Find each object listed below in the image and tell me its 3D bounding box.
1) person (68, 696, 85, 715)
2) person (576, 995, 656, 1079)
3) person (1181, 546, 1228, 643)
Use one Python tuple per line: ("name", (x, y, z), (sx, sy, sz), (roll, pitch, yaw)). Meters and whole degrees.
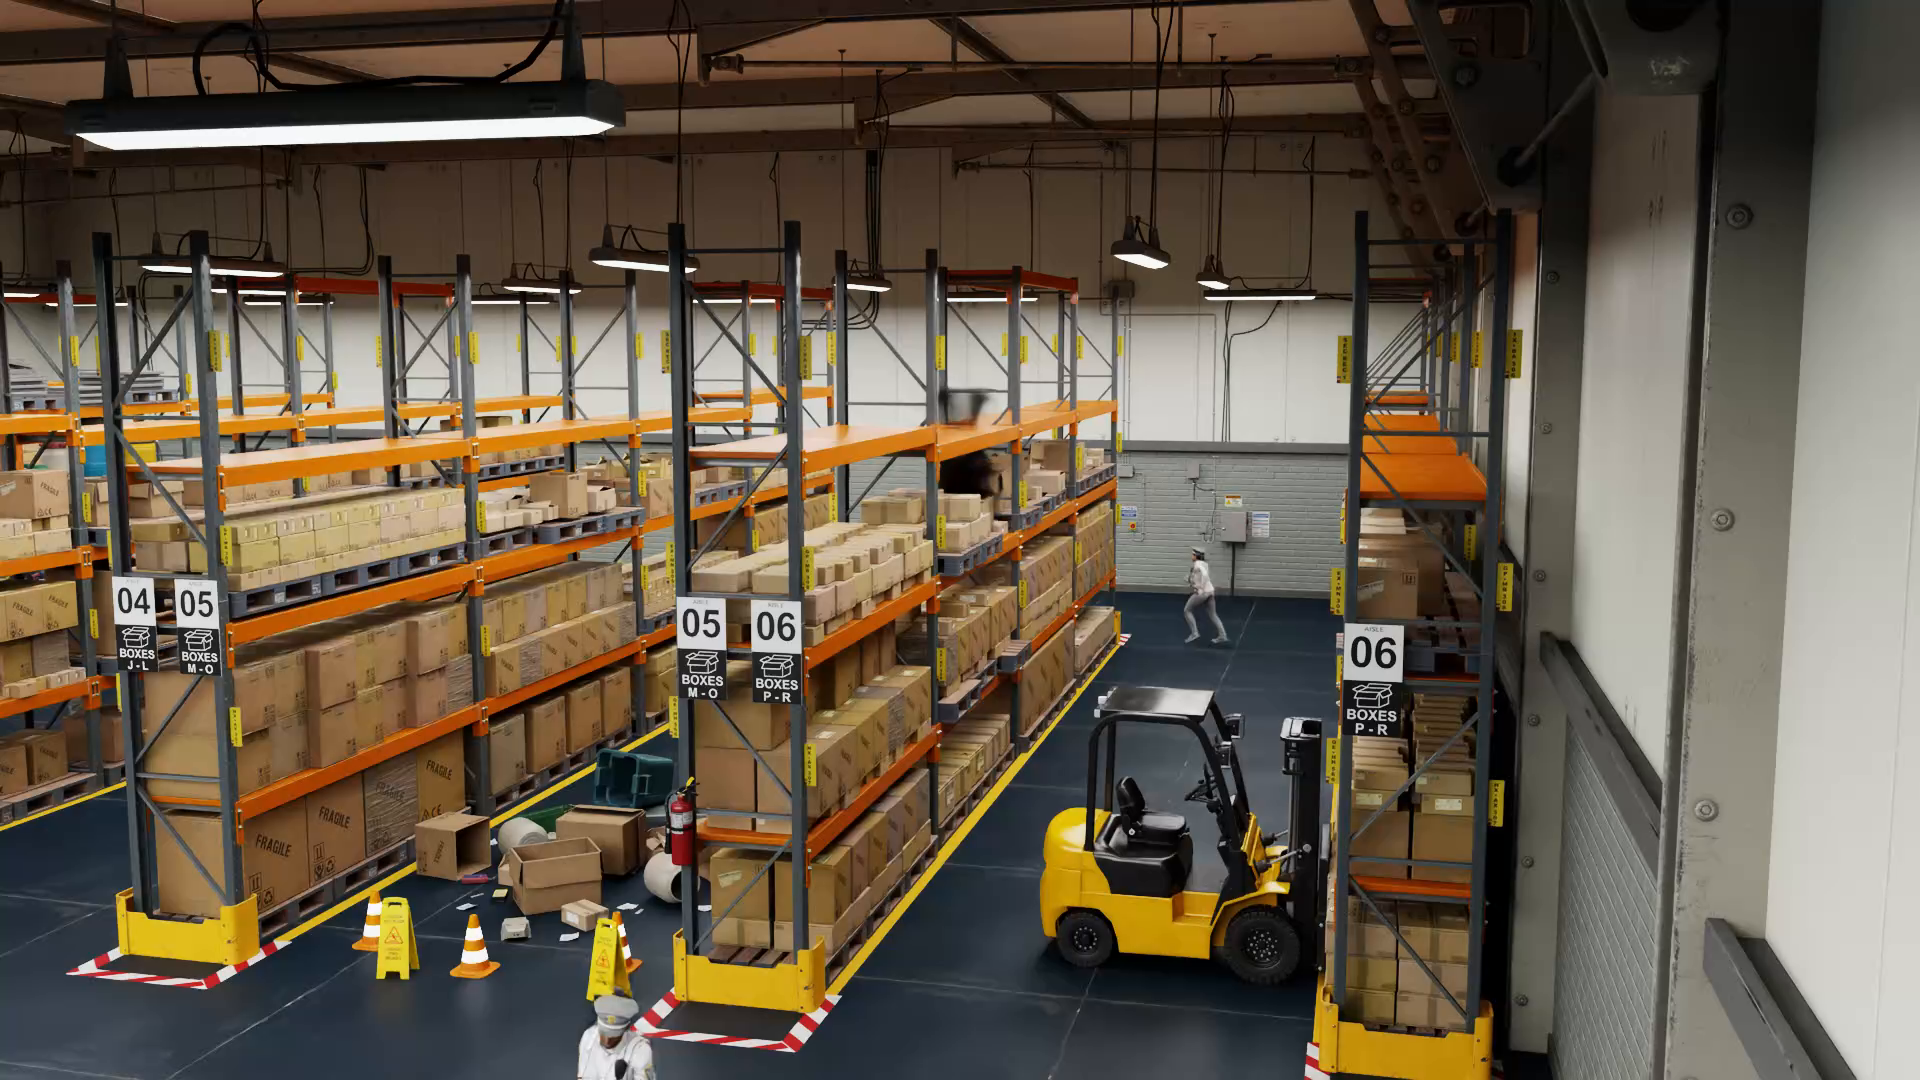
("person", (-11.887, 1.614, 22.253), (0.682, 1.729, 0.710), (0, 7, 3))
("person", (-1.945, 3.250, 9.328), (0.739, 1.580, 0.644), (2, 7, 17))
("person", (4.113, 0.935, 28.022), (0.919, 1.633, 0.528), (7, 10, 43))
